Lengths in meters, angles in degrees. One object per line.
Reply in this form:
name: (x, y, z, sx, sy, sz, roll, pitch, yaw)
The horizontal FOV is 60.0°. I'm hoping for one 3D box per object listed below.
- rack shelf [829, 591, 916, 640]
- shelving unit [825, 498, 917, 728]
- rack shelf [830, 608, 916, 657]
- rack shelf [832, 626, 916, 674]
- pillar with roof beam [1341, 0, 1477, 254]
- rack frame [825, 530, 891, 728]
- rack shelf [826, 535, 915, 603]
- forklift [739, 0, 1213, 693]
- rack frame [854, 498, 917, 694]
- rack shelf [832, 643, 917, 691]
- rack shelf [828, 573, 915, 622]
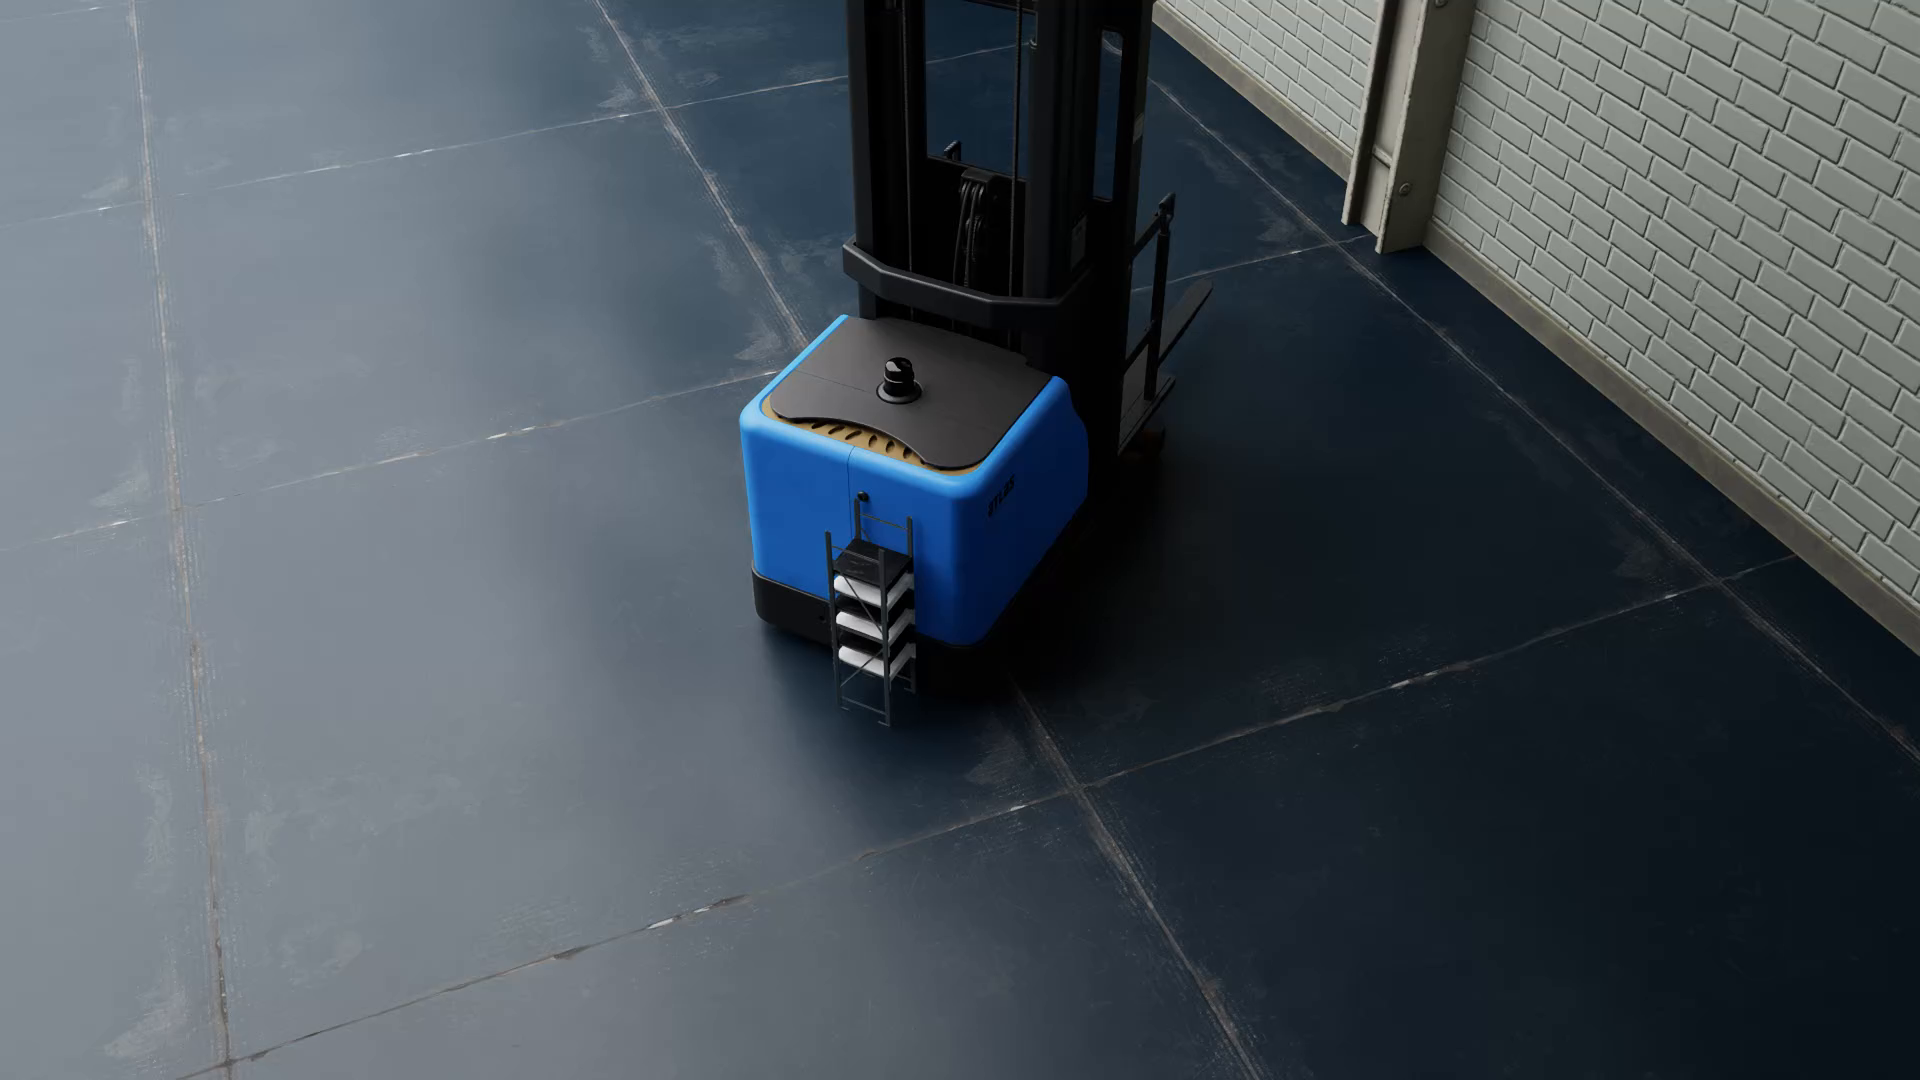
rack shelf: (-0.326, 0.242, 6.191, 0.258, 0.077, 0.200, 19, 44, 20)
shelving unit: (-0.326, 0.285, 6.228, 0.258, 0.900, 0.210, 19, 44, 20)
rack shelf: (-0.326, 0.310, 6.250, 0.258, 0.077, 0.200, 19, 44, 20)
rack shelf: (-0.326, 0.379, 6.309, 0.258, 0.077, 0.200, 19, 44, 20)
pillar with roof beam: (-1.622, -4.051, 5.060, 9.100, 9.000, 0.400, -15, 43, -17)
rack frame: (-0.373, 0.344, 6.160, 0.240, 0.900, 0.006, 19, 44, 20)
rack shelf: (-0.326, 0.106, 6.074, 0.258, 0.077, 0.200, 19, 44, 20)
forklift: (0.288, -1.473, 6.715, 1.130, 2.935, 3.031, 19, 44, 20)
rack frame: (-0.279, 0.226, 6.297, 0.240, 0.900, 0.006, 19, 44, 20)
rack shelf: (-0.326, 0.447, 6.367, 0.258, 0.077, 0.200, 19, 44, 20)
rack shelf: (-0.326, 0.174, 6.133, 0.258, 0.077, 0.200, 19, 44, 20)
